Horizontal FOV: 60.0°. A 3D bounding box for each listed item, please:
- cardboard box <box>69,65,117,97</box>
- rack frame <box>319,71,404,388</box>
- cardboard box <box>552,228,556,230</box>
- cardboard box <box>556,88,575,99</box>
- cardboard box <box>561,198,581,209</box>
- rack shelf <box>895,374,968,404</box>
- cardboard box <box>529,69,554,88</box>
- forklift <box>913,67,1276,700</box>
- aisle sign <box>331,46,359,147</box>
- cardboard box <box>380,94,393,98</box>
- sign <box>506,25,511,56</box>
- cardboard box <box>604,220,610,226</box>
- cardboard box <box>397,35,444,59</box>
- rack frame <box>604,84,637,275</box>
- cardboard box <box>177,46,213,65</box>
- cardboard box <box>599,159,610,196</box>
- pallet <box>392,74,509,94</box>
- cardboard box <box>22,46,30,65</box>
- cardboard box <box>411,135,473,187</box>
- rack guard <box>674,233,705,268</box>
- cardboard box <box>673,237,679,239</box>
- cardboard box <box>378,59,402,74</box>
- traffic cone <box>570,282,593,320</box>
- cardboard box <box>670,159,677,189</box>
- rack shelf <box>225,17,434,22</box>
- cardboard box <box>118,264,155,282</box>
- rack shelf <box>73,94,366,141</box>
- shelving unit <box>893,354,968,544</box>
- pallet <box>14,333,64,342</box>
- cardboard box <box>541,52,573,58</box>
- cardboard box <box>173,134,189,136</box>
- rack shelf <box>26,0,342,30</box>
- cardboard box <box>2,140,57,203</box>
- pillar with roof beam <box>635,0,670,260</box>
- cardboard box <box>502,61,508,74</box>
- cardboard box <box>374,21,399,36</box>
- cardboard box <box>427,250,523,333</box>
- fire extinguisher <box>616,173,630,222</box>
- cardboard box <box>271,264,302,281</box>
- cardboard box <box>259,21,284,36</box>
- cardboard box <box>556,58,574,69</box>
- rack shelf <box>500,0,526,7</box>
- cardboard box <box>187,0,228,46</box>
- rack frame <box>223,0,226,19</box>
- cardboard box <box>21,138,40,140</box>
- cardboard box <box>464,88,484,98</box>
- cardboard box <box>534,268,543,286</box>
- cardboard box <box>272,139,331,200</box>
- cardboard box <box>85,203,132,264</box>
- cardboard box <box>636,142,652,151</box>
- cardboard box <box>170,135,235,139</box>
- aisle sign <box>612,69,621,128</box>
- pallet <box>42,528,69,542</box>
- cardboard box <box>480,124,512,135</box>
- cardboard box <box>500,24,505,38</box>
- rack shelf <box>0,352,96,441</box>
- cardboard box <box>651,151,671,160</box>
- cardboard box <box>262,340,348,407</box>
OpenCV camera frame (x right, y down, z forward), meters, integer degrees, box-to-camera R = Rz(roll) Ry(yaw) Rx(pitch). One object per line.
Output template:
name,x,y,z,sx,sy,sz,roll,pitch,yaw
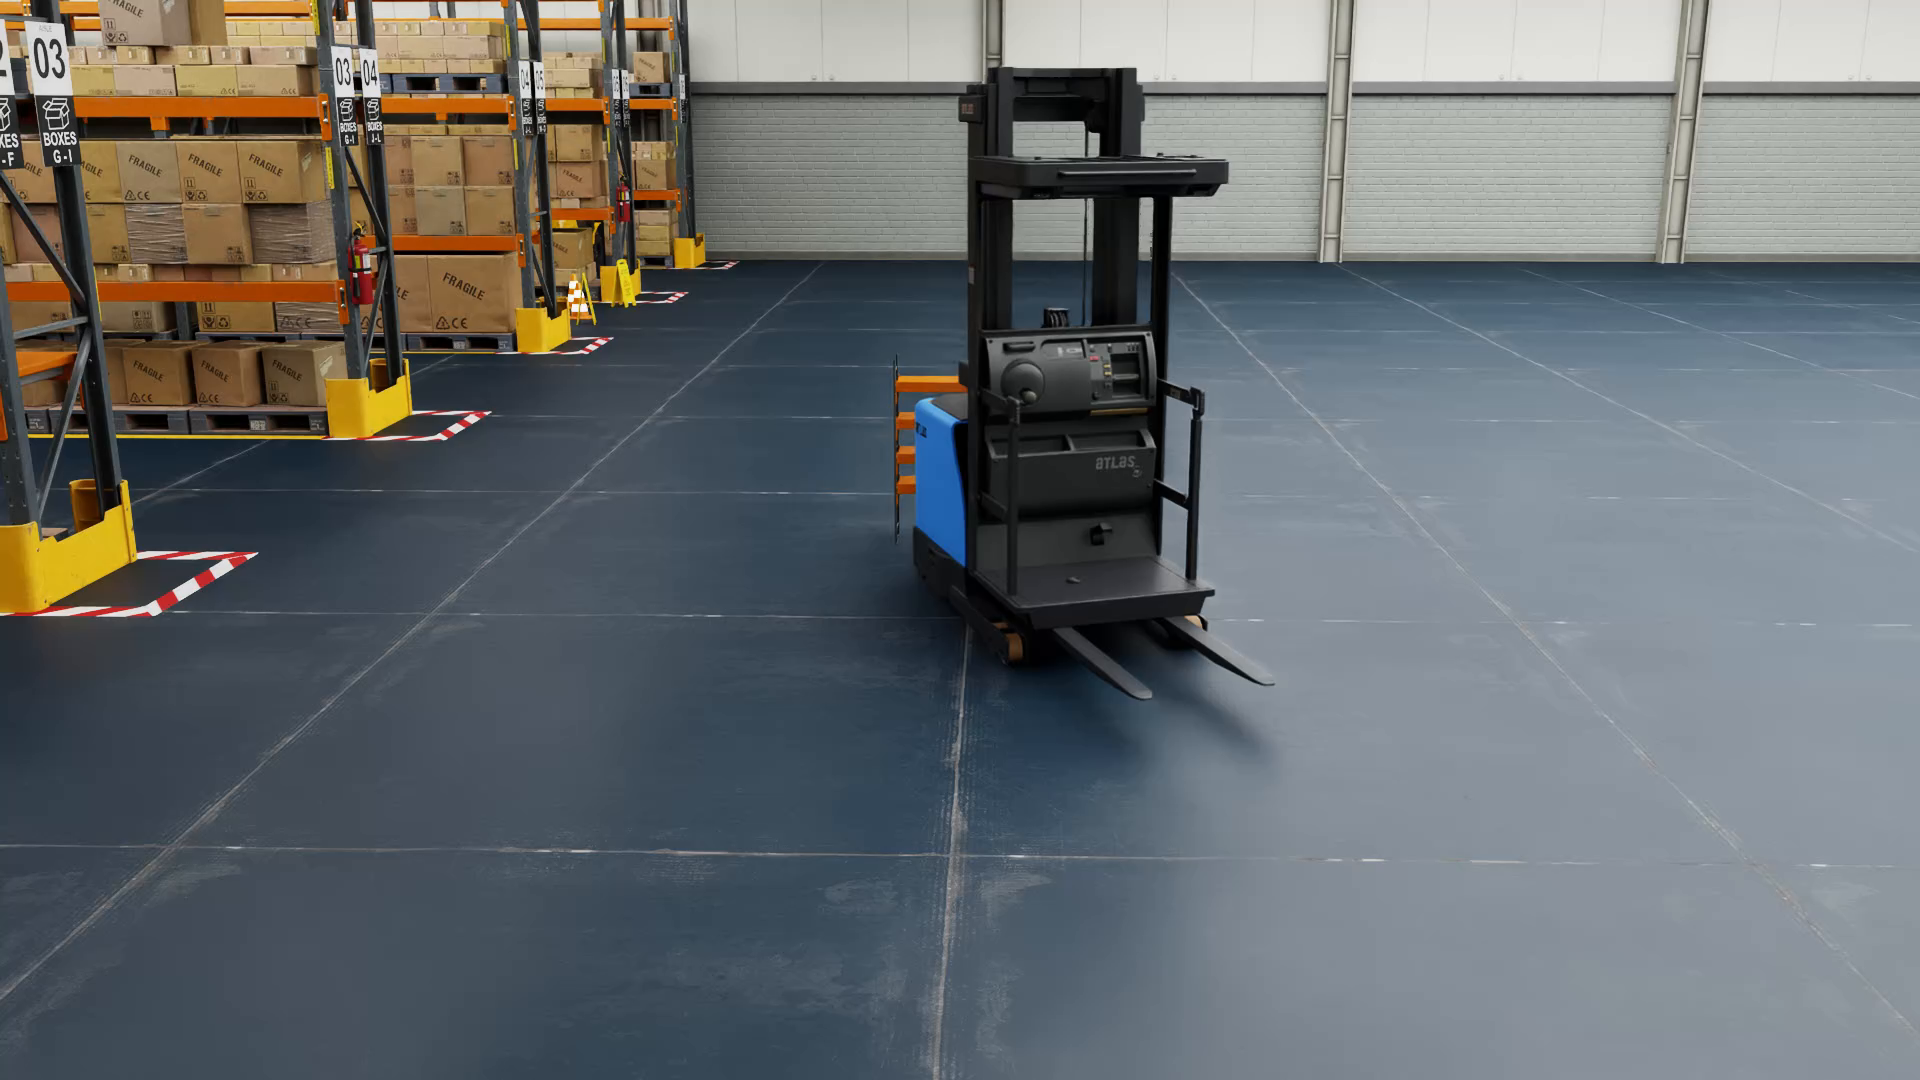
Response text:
cardboard box,-7.115,-3.792,13.748,0.500,0.250,0.500,0,15,0
rack frame,-5.113,-2.466,14.308,0.127,3.000,1.000,0,15,1
cardboard box,-6.206,-4.308,24.384,0.500,0.500,0.500,0,15,-1
cardboard box,-5.473,-6.247,23.249,0.250,0.149,0.380,0,15,2
cardboard box,-5.495,-4.793,23.620,0.250,0.149,0.380,0,15,1
rack shelf,-0.165,-0.961,10.591,0.480,0.148,0.258,0,15,1
cardboard box,-5.881,-6.457,23.264,0.500,0.250,0.500,0,15,1
forklift,0.651,-0.895,8.488,1.130,2.935,3.031,-5,15,-17
aisle sign,-5.059,-3.646,13.684,0.004,0.787,0.394,0,15,1
cardboard box,-8.042,-6.294,23.430,0.250,0.149,0.380,0,15,1
sign,-4.913,-5.432,18.090,0.005,0.325,0.100,0,15,1
cardboard box,-6.220,-5.542,28.574,0.500,0.250,0.500,1,15,2
cardboard box,-5.882,-5.439,18.387,0.500,0.250,0.500,0,15,2
rack frame,-4.860,-4.993,23.887,0.127,3.000,1.000,0,15,1
cardboard box,-6.183,-3.960,13.602,0.250,0.149,0.380,0,15,2
cardboard box,-5.326,-5.259,24.116,0.500,0.500,0.500,0,15,1
pallet,-5.627,-5.140,18.736,1.213,0.211,1.003,0,15,1
cardboard box,-7.490,-3.983,13.690,0.250,0.149,0.380,0,15,0
cardboard box,-5.807,-4.317,18.914,0.550,0.550,0.875,0,15,1
rack guard,-4.713,-5.051,29.003,0.348,0.500,1.175,0,15,1
cardboard box,-5.223,-5.186,29.183,0.500,0.250,0.500,0,15,2
cardboard box,-6.244,-5.233,18.388,0.250,0.149,0.380,0,15,1
traffic cone,-5.011,-3.155,21.893,0.334,0.463,0.336,0,15,1
cardboard box,-5.225,-6.382,28.953,0.500,0.500,0.500,1,15,3
rack shelf,-10.735,-8.658,28.210,4.000,0.370,1.077,0,15,1
cardboard box,-6.905,-2.277,14.083,0.250,0.149,0.380,0,15,1
rack shelf,-7.112,-3.582,14.066,4.000,0.370,1.077,0,15,1
shelving unit,-0.165,-0.581,10.691,0.503,1.200,0.258,0,15,1
pallet,-10.880,-2.401,19.528,1.213,0.211,1.003,0,15,1
cardboard box,-6.791,-7.997,28.171,0.637,0.503,0.797,1,15,3
cardboard box,-11.214,-5.816,24.129,0.250,0.149,0.380,0,15,-1
rack shelf,-10.858,-7.392,23.412,4.000,0.370,1.077,0,15,1
cardboard box,-7.668,-3.094,13.948,0.500,0.500,0.500,0,15,1
pillar with roof beam,-5.520,-8.297,24.646,0.400,9.000,9.100,0,15,1
cardboard box,-5.220,-5.395,19.001,0.250,0.149,0.380,0,15,2
cardboard box,-6.245,-5.619,18.287,0.250,0.149,0.380,0,15,2
cardboard box,-5.565,-2.894,19.270,0.875,0.875,0.875,0,15,2
fire extinguisher,-4.757,-4.838,23.448,0.183,0.674,0.296,0,15,1
cardboard box,-5.653,-2.296,14.154,0.250,0.149,0.380,0,15,1
cardboard box,-7.509,-5.627,18.319,0.250,0.149,0.380,1,15,2
cardboard box,-5.462,-6.646,23.201,0.250,0.149,0.380,1,15,2
rack shelf,-6.884,-6.103,18.526,4.000,0.370,1.077,0,15,1
cardboard box,-6.590,-4.429,14.108,0.500,0.500,0.500,0,15,1
rack frame,-12.734,-9.212,28.117,0.127,3.000,1.000,0,15,1
cardboard box,-8.155,-3.232,14.472,0.500,0.500,0.500,0,15,1
cardboard box,-6.760,-6.252,23.269,0.250,0.149,0.380,0,15,1
cardboard box,-6.192,-3.809,23.964,0.500,0.250,0.500,0,15,2
cardboard box,-5.656,-3.215,14.406,0.500,0.500,0.500,0,15,1
cardboard box,-7.163,-2.662,14.271,0.500,0.500,0.875,0,15,1
cardboard box,-5.347,-6.707,28.332,0.250,0.149,0.380,0,15,2
cardboard box,-8.516,-4.340,18.999,0.550,0.550,0.875,0,15,1
aisle sign,-4.805,-6.176,23.273,0.004,0.787,0.394,0,15,1
pallet,-6.128,0.150,9.857,1.213,0.211,1.003,0,15,1
cardboard box,-6.394,-5.599,23.443,0.500,0.500,0.700,0,15,1
cardboard box,-5.211,-5.780,18.897,0.250,0.149,0.380,1,15,2
rack shelf,-7.239,-0.868,9.661,4.000,0.370,1.077,0,15,1
cardboard box,-5.090,-6.552,28.327,0.250,0.149,0.380,1,15,2
cardboard box,-5.737,-1.469,14.605,0.500,0.500,0.500,3,15,12
